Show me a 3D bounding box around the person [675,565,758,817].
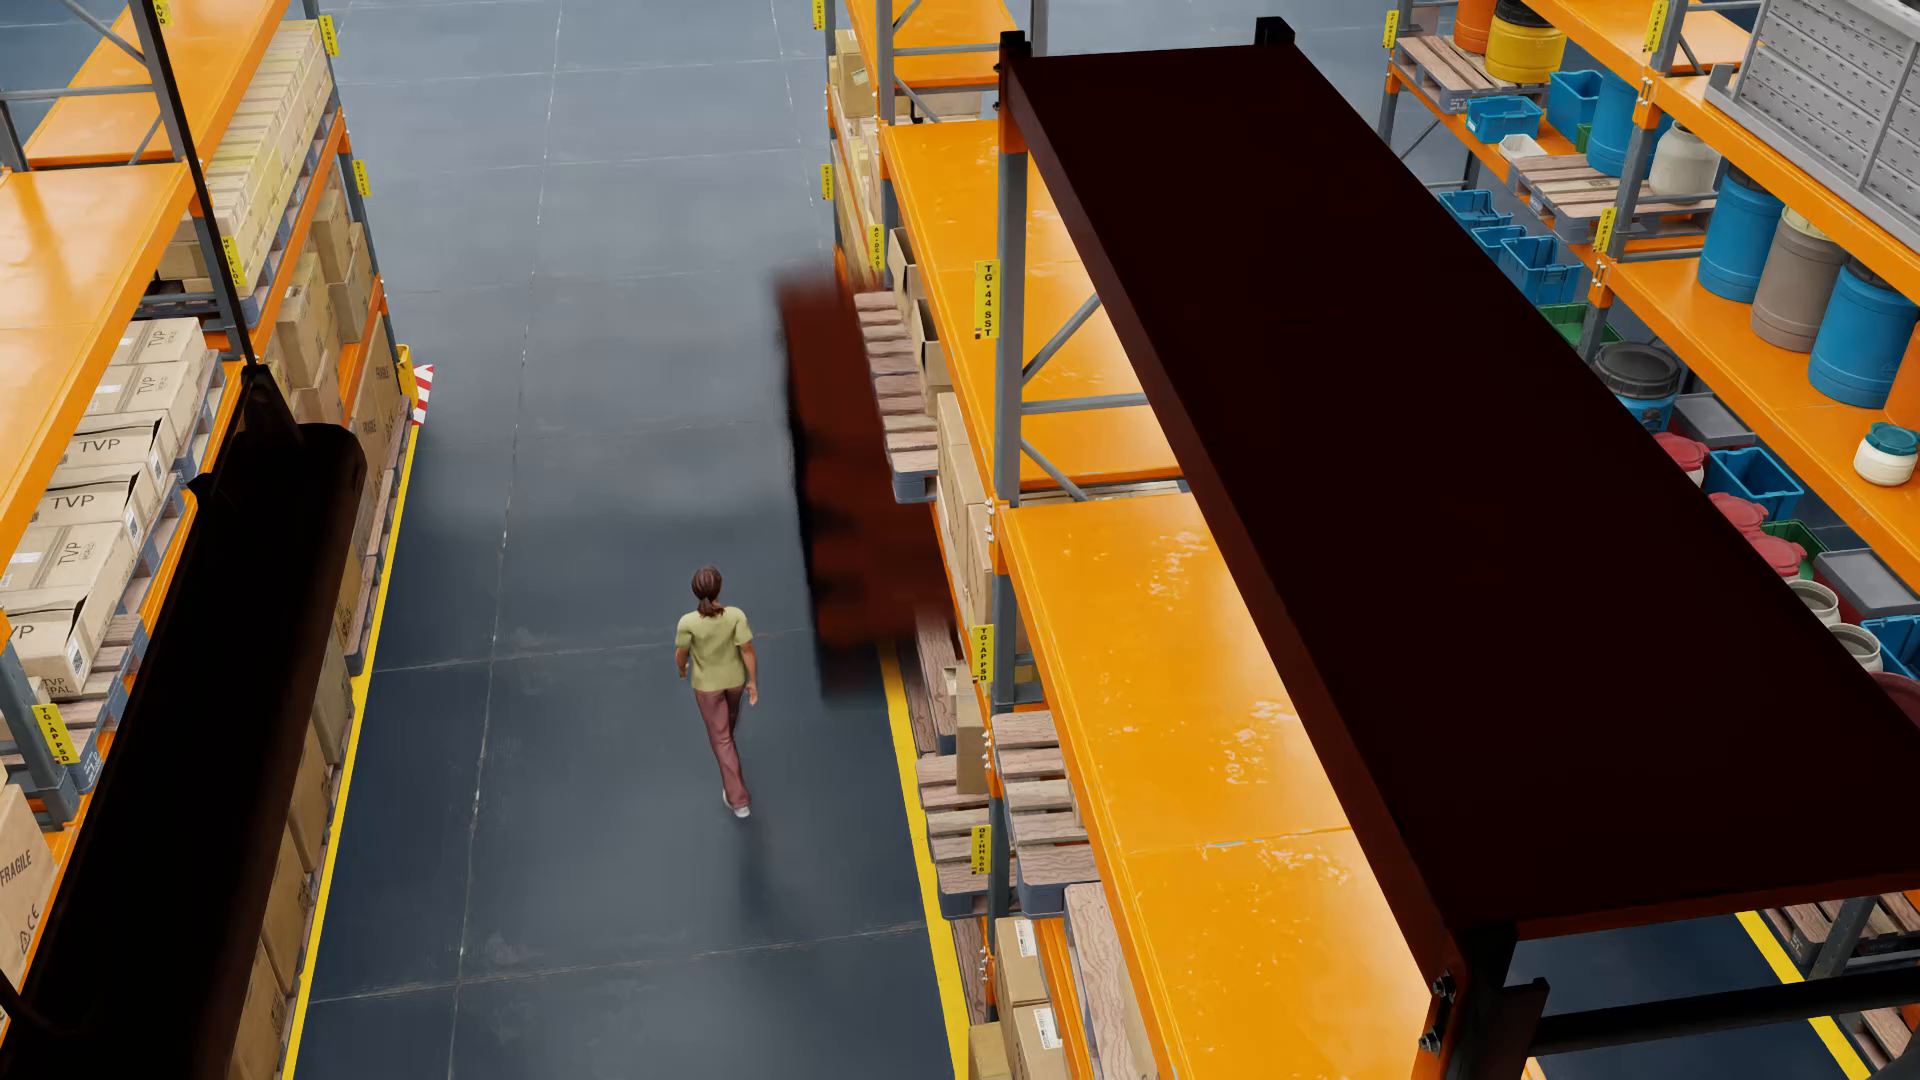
[{"bbox_3d":[-1.528,0.839,10.404,0.450,1.607,1.039,-16,39,-20],"label":"person"}]
